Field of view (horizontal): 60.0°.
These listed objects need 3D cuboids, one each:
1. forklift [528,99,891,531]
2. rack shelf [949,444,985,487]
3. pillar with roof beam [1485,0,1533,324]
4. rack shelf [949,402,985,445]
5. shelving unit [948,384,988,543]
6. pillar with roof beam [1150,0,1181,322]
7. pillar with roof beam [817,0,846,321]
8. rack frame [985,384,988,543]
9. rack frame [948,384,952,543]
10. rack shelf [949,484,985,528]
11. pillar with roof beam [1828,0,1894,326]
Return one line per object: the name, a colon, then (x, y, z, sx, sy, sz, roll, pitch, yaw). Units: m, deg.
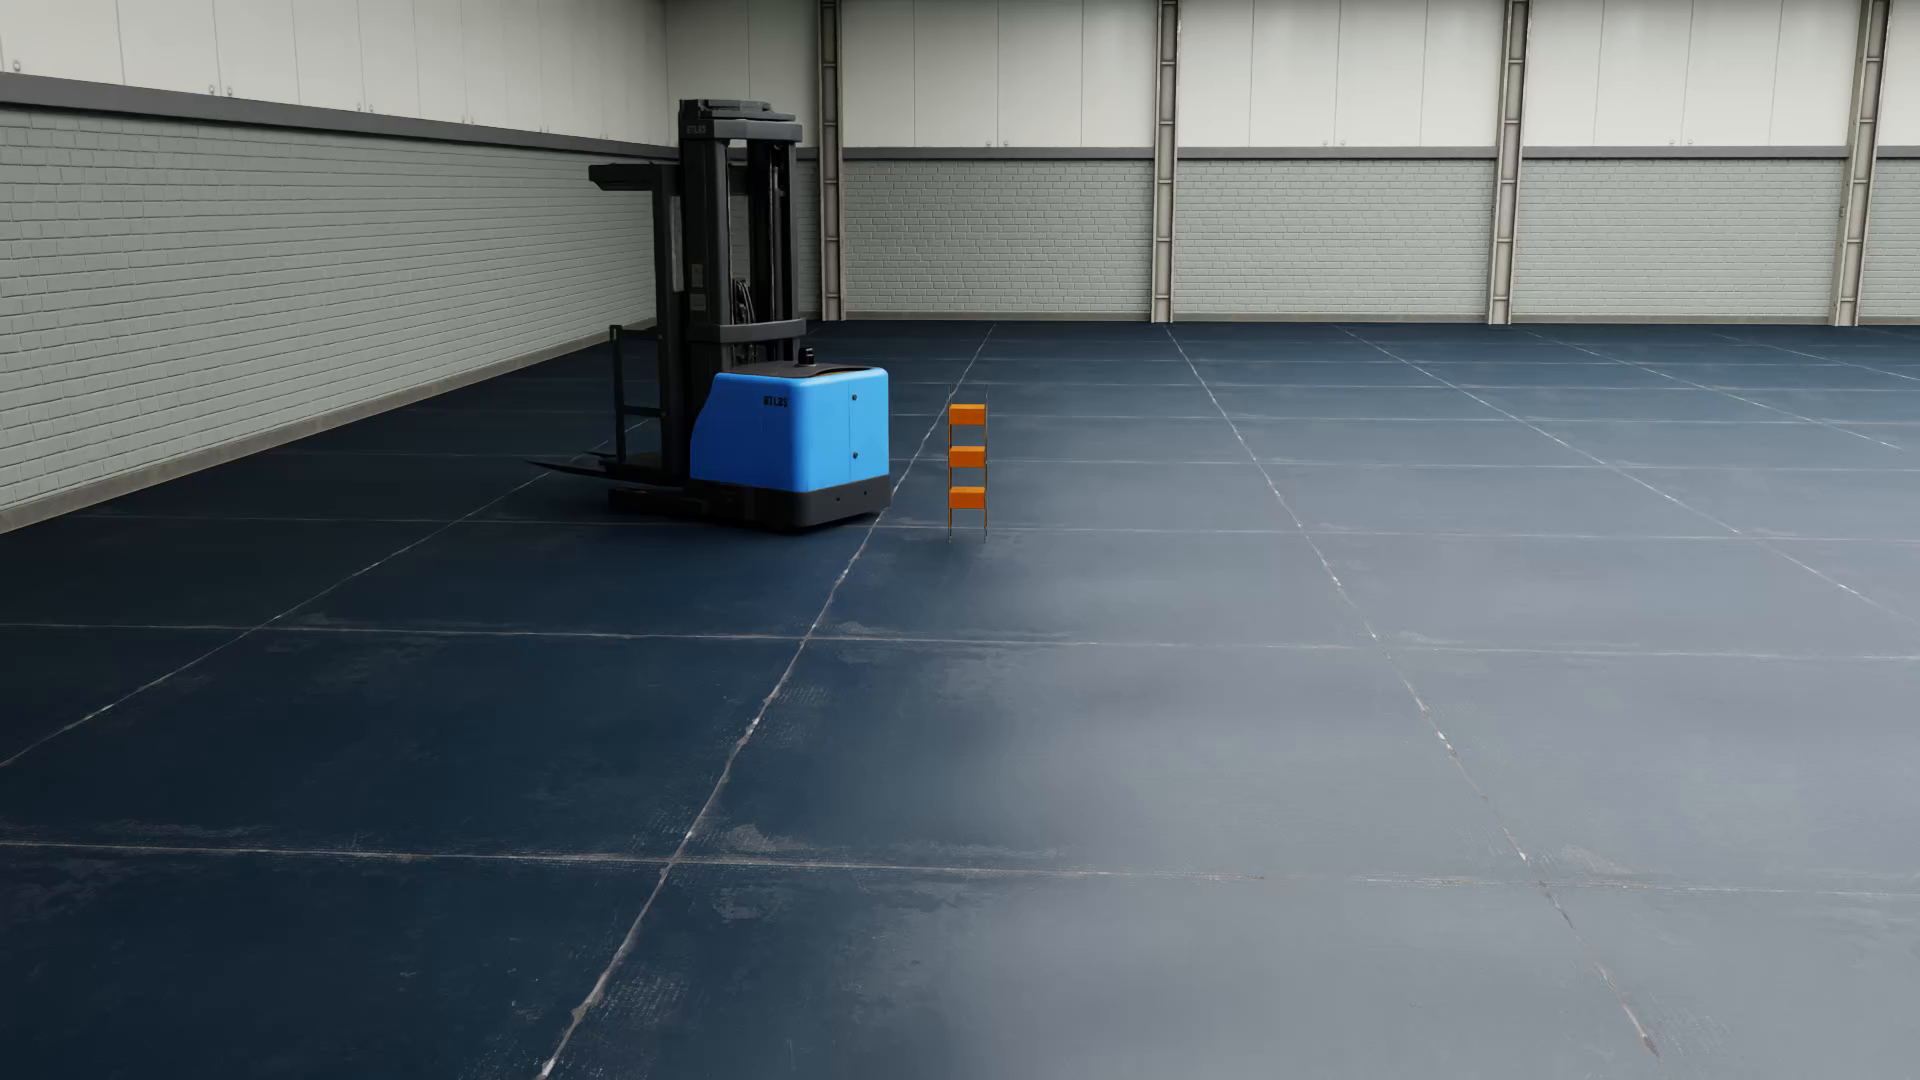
forklift: (-1.995, -1.713, 12.298, 3.031, 2.935, 1.130, 8, 14, 35)
rack shelf: (0.053, -0.503, 11.159, 0.240, 0.259, 0.215, 1, 12, 4)
pillar with roof beam: (9.365, -7.415, 24.737, 0.400, 9.000, 9.100, 1, 12, 4)
rack shelf: (0.053, -0.781, 11.101, 0.240, 0.259, 0.215, 1, 12, 4)
shelving unit: (0.053, -0.513, 11.157, 0.252, 1.050, 0.215, 1, 12, 4)
pillar with roof beam: (3.378, -7.497, 25.129, 0.400, 9.000, 9.100, 1, 12, 4)
pillar with roof beam: (-2.608, -7.579, 25.522, 0.400, 9.000, 9.100, 1, 12, 4)
rack frame: (0.175, -0.511, 11.149, 0.008, 1.050, 0.200, 1, 12, 4)
rack frame: (-0.068, -0.515, 11.165, 0.008, 1.050, 0.200, 1, 12, 4)
rack shelf: (0.053, -0.231, 11.216, 0.240, 0.259, 0.215, 1, 12, 4)
pillar with roof beam: (15.351, -7.333, 24.344, 0.400, 9.000, 9.100, 1, 12, 4)
